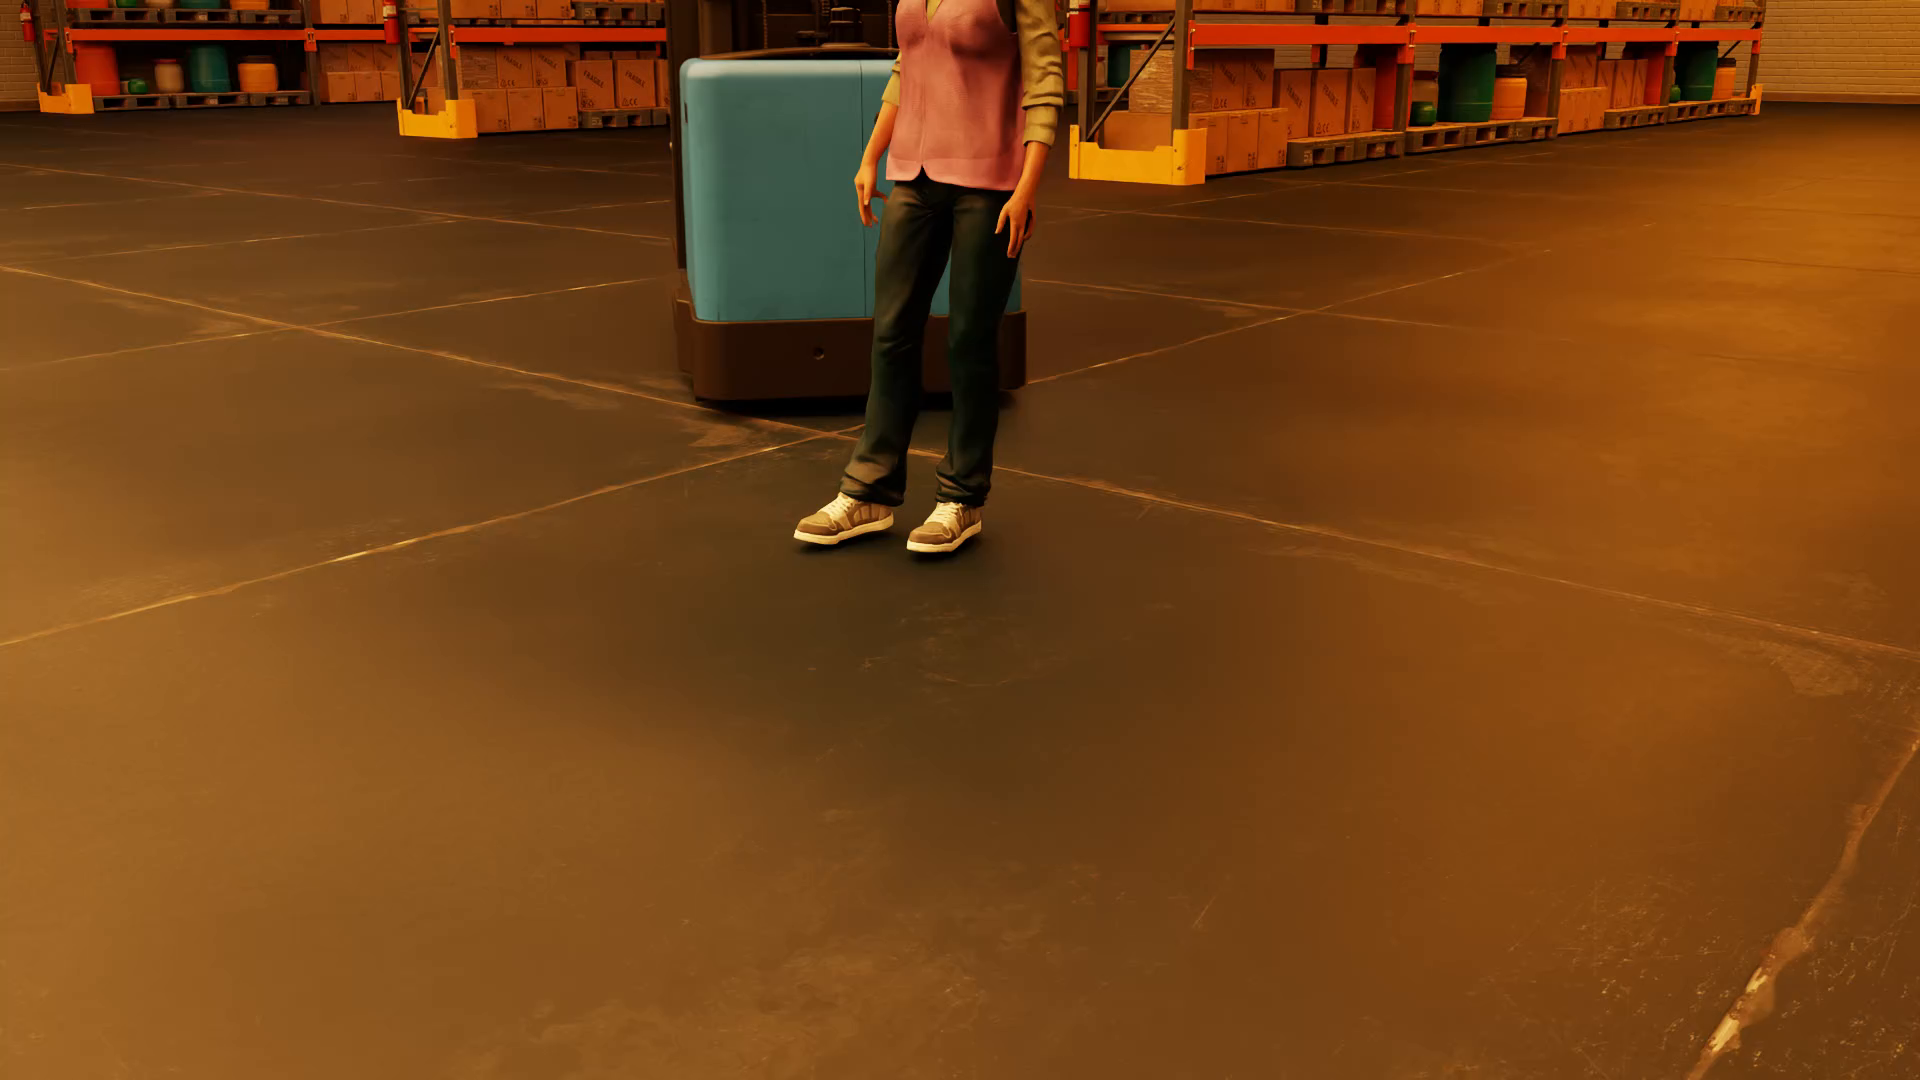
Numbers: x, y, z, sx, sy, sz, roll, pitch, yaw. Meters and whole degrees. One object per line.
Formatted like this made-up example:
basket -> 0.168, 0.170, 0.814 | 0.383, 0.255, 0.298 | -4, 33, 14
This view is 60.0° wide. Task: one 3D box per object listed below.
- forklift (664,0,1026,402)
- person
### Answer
forklift -> -0.568, -2.217, 6.198 | 1.130, 2.935, 3.031 | -3, 17, -10
person -> -0.058, -0.757, 3.662 | 0.520, 1.597, 0.476 | 13, 21, 37
